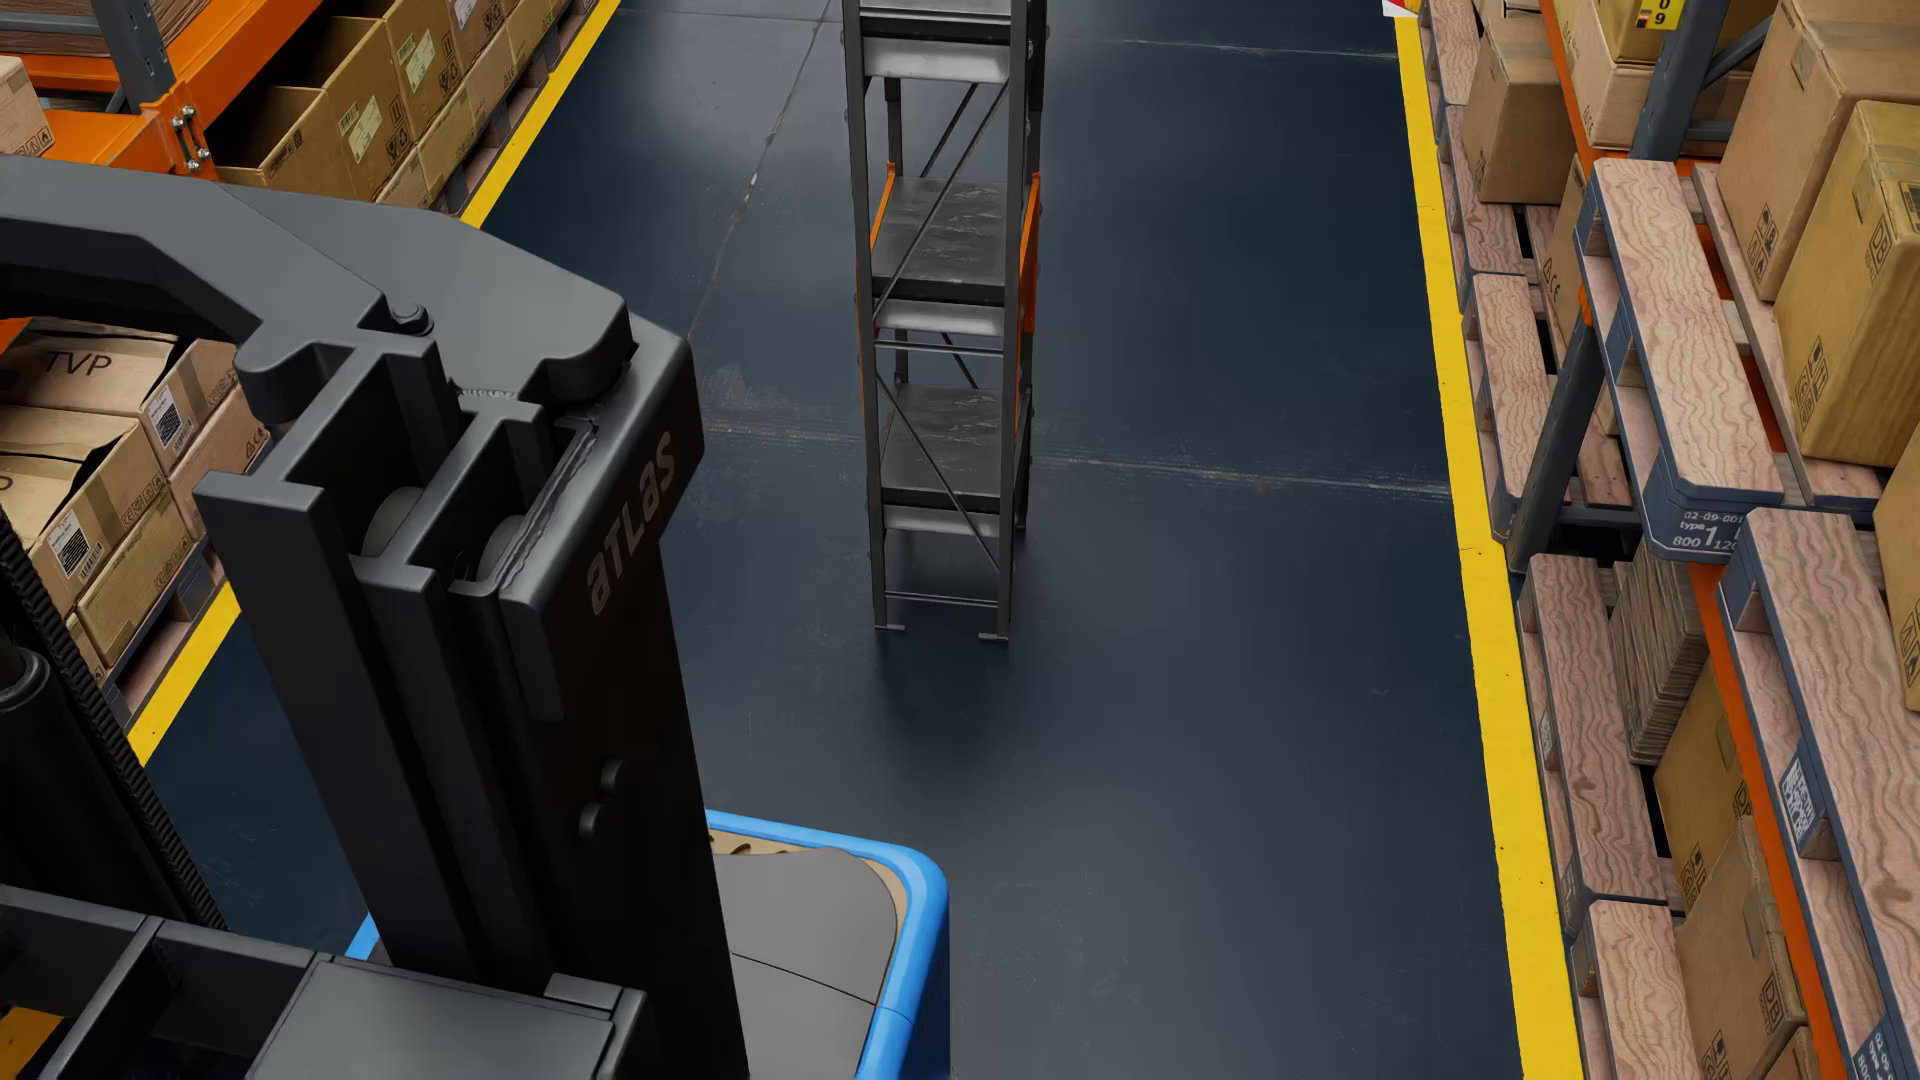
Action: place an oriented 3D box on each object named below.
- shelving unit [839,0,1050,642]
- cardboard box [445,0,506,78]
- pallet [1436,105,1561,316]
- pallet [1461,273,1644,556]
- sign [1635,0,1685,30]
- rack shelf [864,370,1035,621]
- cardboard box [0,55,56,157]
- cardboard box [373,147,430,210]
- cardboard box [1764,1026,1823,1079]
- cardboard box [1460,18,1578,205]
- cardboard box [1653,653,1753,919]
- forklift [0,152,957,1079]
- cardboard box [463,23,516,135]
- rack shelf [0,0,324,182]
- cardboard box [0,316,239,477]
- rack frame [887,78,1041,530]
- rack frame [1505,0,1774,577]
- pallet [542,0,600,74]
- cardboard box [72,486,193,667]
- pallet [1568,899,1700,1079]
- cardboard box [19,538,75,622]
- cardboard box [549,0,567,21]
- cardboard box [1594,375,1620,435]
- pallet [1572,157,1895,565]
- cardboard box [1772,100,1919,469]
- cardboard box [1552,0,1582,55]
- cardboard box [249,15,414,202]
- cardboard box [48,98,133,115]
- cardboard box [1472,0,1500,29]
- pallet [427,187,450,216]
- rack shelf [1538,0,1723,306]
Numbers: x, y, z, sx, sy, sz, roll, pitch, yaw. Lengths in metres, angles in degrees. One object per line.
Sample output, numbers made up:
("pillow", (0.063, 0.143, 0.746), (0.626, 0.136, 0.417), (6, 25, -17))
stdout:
("shelving unit", (-0.022, -0.650, 4.409), (0.431, 2.100, 0.503), (5, 44, 6))
("cardboard box", (-2.143, -2.163, 6.502), (0.500, 0.500, 0.500), (5, 44, 6))
("pallet", (2.412, -1.261, 6.428), (1.003, 0.211, 1.213), (5, 44, 6))
("pallet", (2.253, -0.427, 5.548), (1.003, 0.211, 1.213), (5, 44, 6))
("sign", (1.661, -1.337, 3.851), (0.100, 0.325, 0.005), (5, 44, 6))
("rack shelf", (-0.022, -0.131, 4.900), (0.431, 0.518, 0.480), (5, 44, 6))
("cardboard box", (-2.733, -1.033, 4.268), (0.500, 0.250, 0.500), (8, 44, 8))
("cardboard box", (-2.278, -1.209, 6.040), (0.500, 0.250, 0.500), (5, 44, 6))
("cardboard box", (1.935, 1.318, 3.174), (0.700, 0.500, 0.500), (5, 44, 5))
("cardboard box", (2.326, -1.610, 6.266), (0.700, 0.500, 0.500), (3, 44, 3))
("cardboard box", (2.100, 0.629, 3.902), (0.700, 0.500, 0.500), (4, 44, 5))
("forklift", (-0.833, 1.212, 1.838), (1.130, 2.935, 3.031), (9, 44, 9))
("cardboard box", (-2.147, -1.891, 6.760), (0.500, 0.250, 0.500), (5, 44, 6))
("rack shelf", (-2.447, -2.528, 6.262), (1.077, 0.370, 4.000), (5, 44, 6))
("cardboard box", (-2.480, -0.482, 4.864), (0.500, 0.311, 0.500), (5, 44, 6))
("rack frame", (0.010, -0.816, 4.585), (0.400, 2.100, 0.015), (5, 44, 6))
("rack frame", (2.200, -0.979, 4.102), (1.000, 3.000, 0.127), (5, 44, 6))
("pallet", (-2.242, -2.615, 7.858), (1.003, 0.211, 1.213), (5, 44, 6))
("cardboard box", (-2.547, 0.073, 4.686), (0.500, 0.250, 0.500), (5, 44, 5))
("pallet", (1.939, 1.398, 3.620), (1.003, 0.211, 1.213), (5, 44, 6))
("cardboard box", (-2.611, 0.213, 4.130), (0.500, 0.311, 0.500), (5, 44, 5))
("cardboard box", (-2.014, -2.573, 7.480), (0.500, 0.250, 0.500), (5, 44, 6))
("cardboard box", (2.241, -0.477, 5.313), (0.380, 0.166, 0.250), (0, 43, 0))
("pallet", (1.954, -0.402, 3.632), (1.003, 0.211, 1.213), (5, 44, 6))
("cardboard box", (2.018, -0.451, 3.152), (0.700, 0.500, 0.500), (9, 44, 10))
("cardboard box", (2.036, -1.621, 4.875), (0.500, 0.250, 0.500), (5, 44, 6))
("cardboard box", (-2.281, -1.482, 5.783), (0.500, 0.500, 0.500), (5, 44, 6))
("cardboard box", (-2.789, -1.529, 5.832), (0.500, 0.500, 0.500), (5, 44, 6))
("cardboard box", (2.548, -2.425, 7.265), (0.500, 0.311, 0.500), (1, 43, 1))
("pallet", (-2.564, -0.952, 6.102), (1.003, 0.211, 1.213), (5, 44, 6))
("rack shelf", (2.464, -2.081, 5.789), (1.077, 0.370, 4.000), (5, 44, 6))
